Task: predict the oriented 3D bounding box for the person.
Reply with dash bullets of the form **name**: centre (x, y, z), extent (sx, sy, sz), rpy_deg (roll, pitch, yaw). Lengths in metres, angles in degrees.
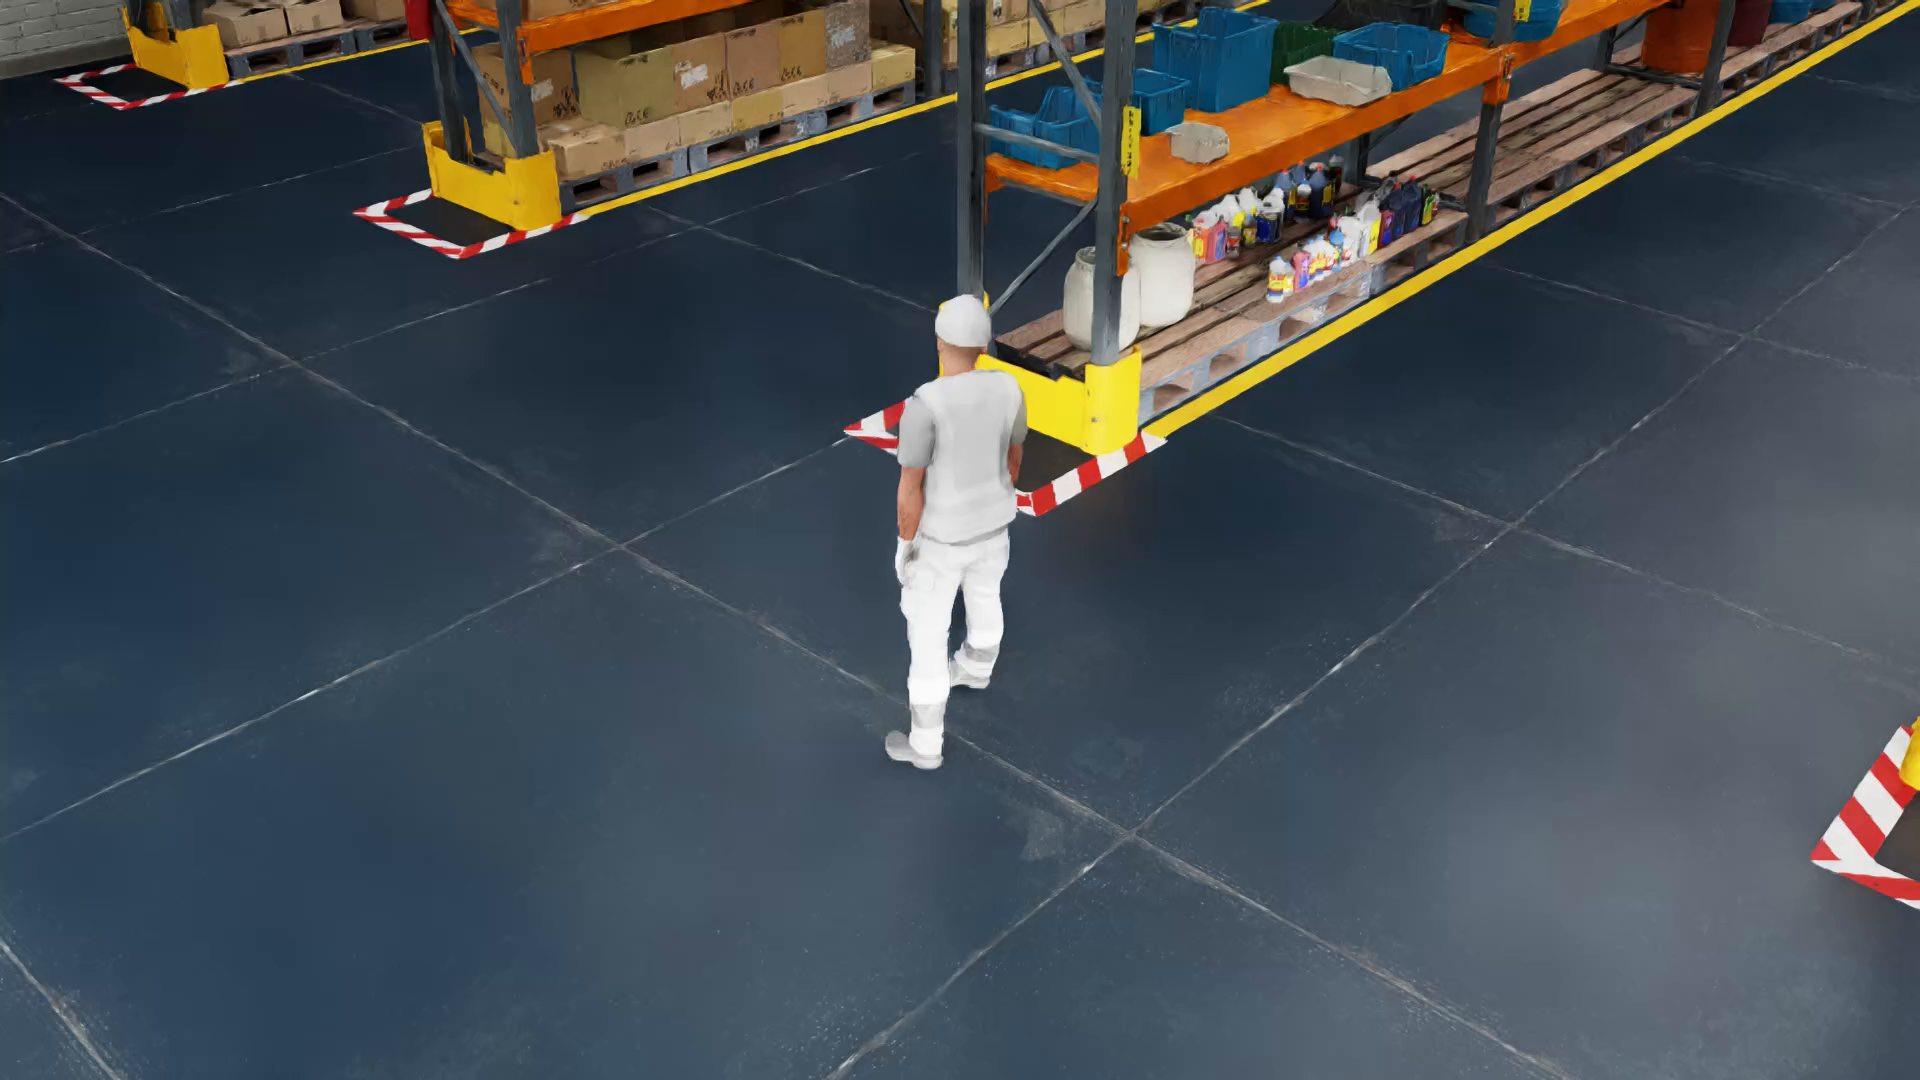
- **person**: centre (-0.055, -0.045, 6.187), extent (0.649, 1.780, 0.570), rpy_deg (-20, 37, -30)
